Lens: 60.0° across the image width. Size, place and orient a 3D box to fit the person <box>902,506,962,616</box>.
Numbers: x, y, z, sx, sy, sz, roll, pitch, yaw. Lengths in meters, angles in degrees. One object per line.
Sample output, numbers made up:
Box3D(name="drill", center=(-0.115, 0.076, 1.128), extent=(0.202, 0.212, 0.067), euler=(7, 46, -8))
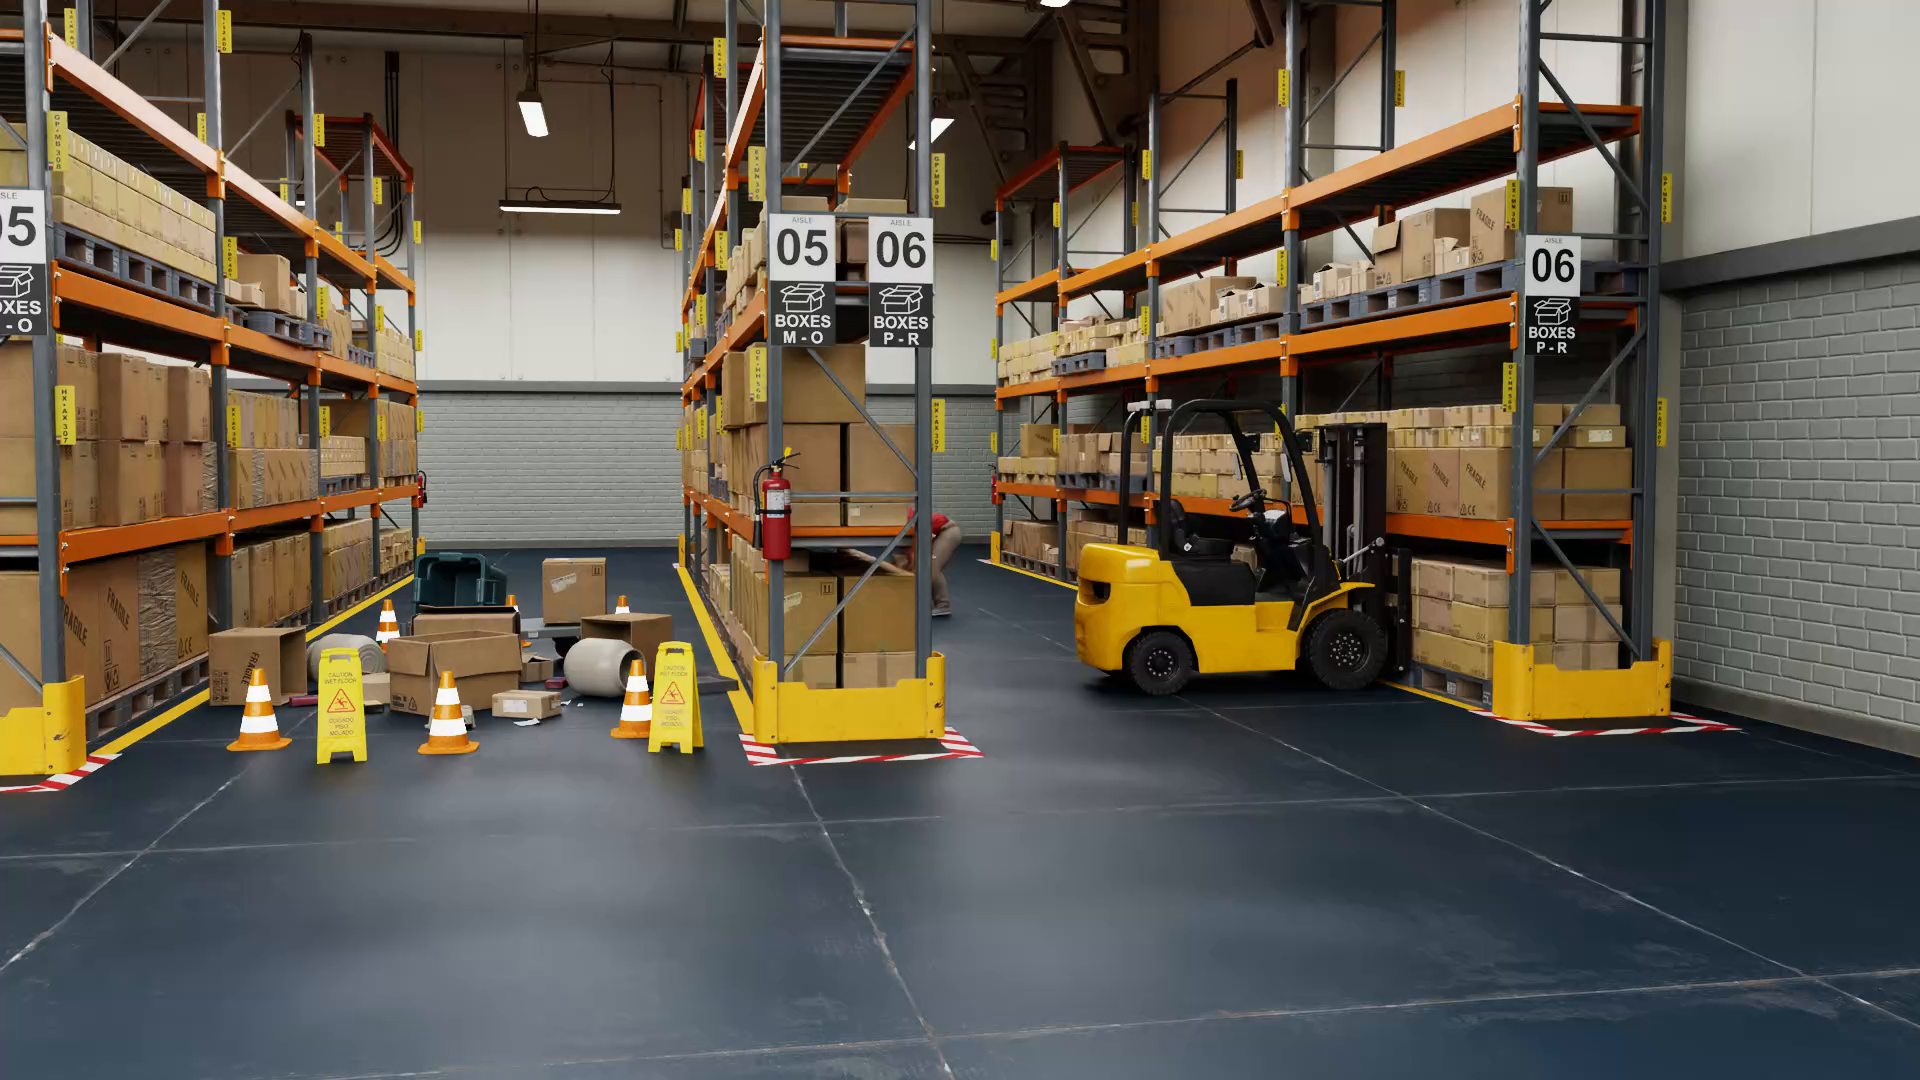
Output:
Box3D(name="person", center=(-0.449, 0.201, 18.057), extent=(0.925, 1.250, 0.482), euler=(-1, 3, -13))
